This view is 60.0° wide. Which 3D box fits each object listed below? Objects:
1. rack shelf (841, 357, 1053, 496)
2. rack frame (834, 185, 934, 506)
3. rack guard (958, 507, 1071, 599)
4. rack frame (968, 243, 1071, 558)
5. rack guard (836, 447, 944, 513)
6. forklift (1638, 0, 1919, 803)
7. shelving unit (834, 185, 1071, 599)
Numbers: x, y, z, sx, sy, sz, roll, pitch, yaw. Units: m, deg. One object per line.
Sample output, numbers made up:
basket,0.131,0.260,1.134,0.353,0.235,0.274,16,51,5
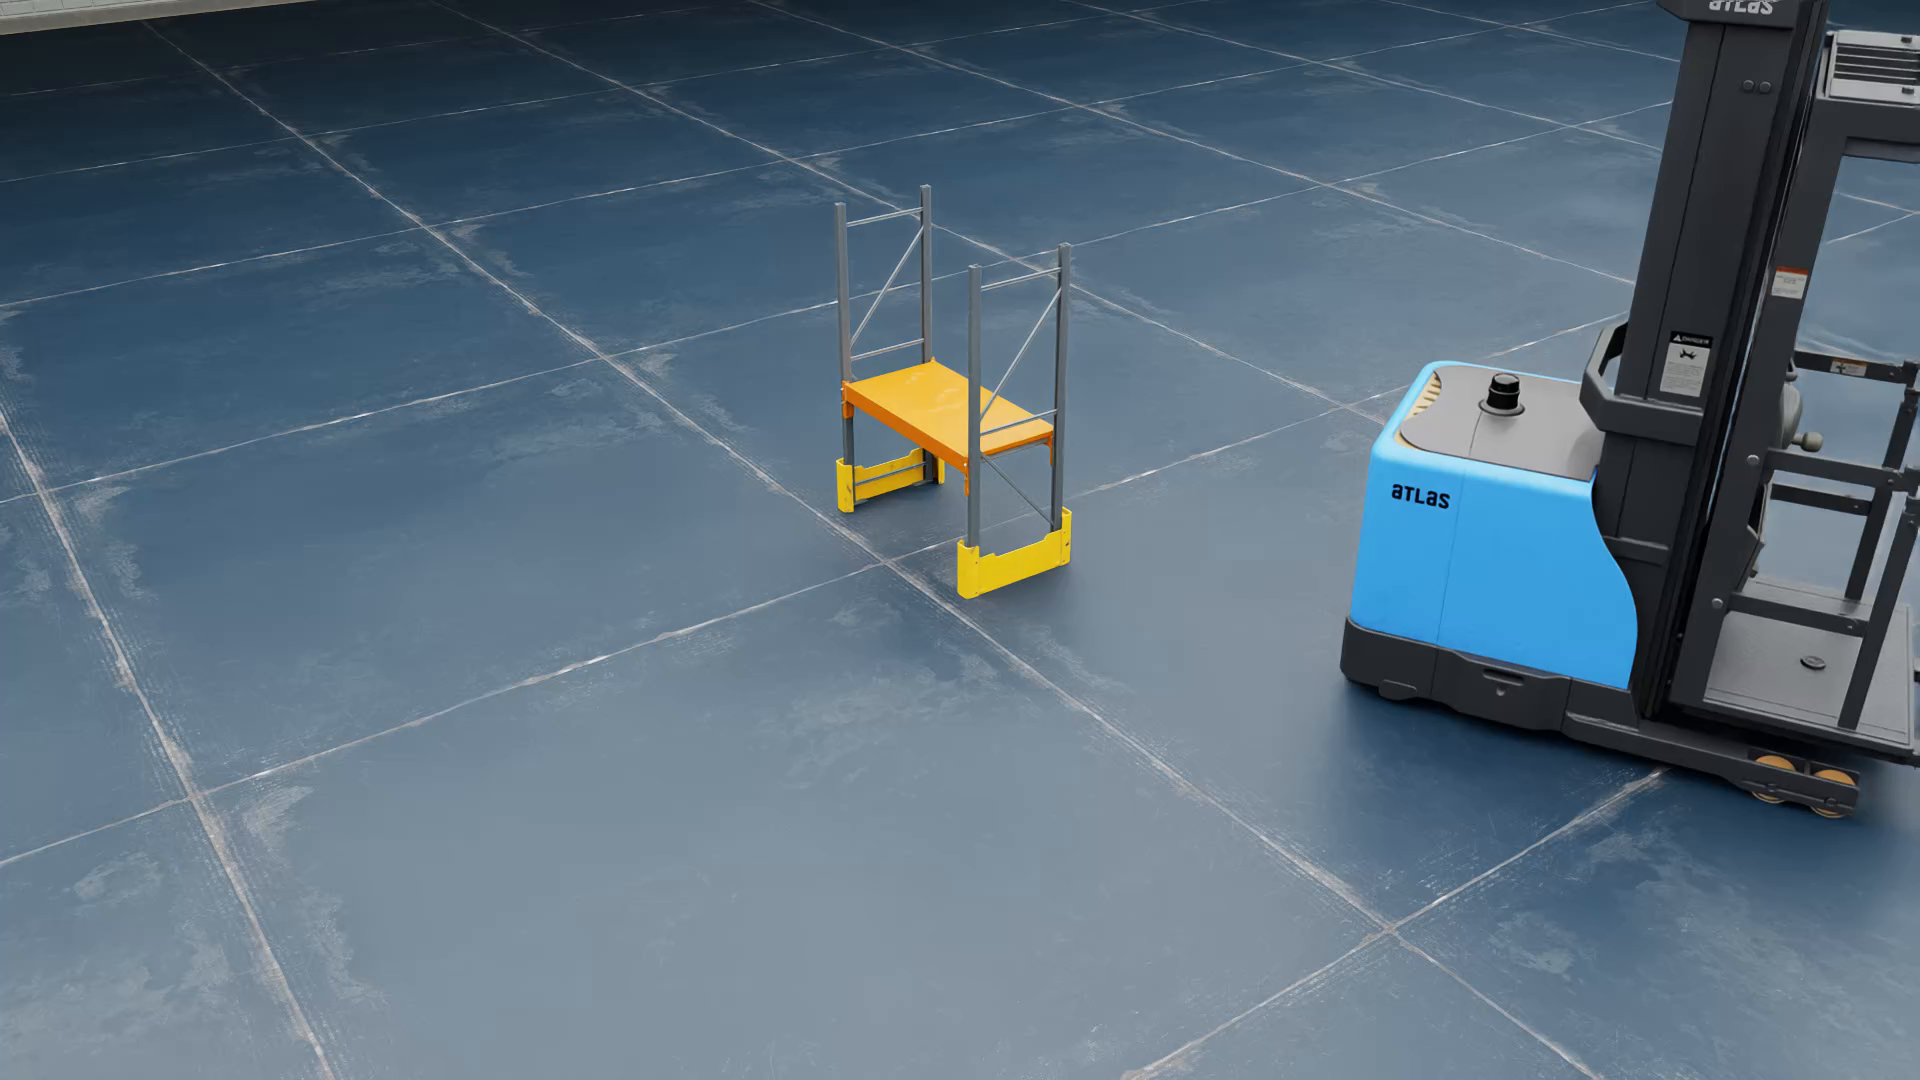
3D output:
rack shelf,-0.049,-0.534,7.539,0.538,0.185,1.000,-19,34,-31
rack frame,-0.344,-0.890,7.817,0.500,1.500,0.032,-19,34,-31
rack guard,0.245,0.054,7.388,0.587,0.250,0.087,-19,34,-31
rack frame,0.245,-0.495,7.089,0.500,1.500,0.032,-19,34,-31
rack guard,-0.333,-0.333,8.101,0.587,0.250,0.087,-19,34,-31
forklift,3.072,-0.587,5.759,3.031,2.935,1.121,13,31,23
shelving unit,-0.044,-0.689,7.447,0.587,1.500,1.083,-19,34,-31
